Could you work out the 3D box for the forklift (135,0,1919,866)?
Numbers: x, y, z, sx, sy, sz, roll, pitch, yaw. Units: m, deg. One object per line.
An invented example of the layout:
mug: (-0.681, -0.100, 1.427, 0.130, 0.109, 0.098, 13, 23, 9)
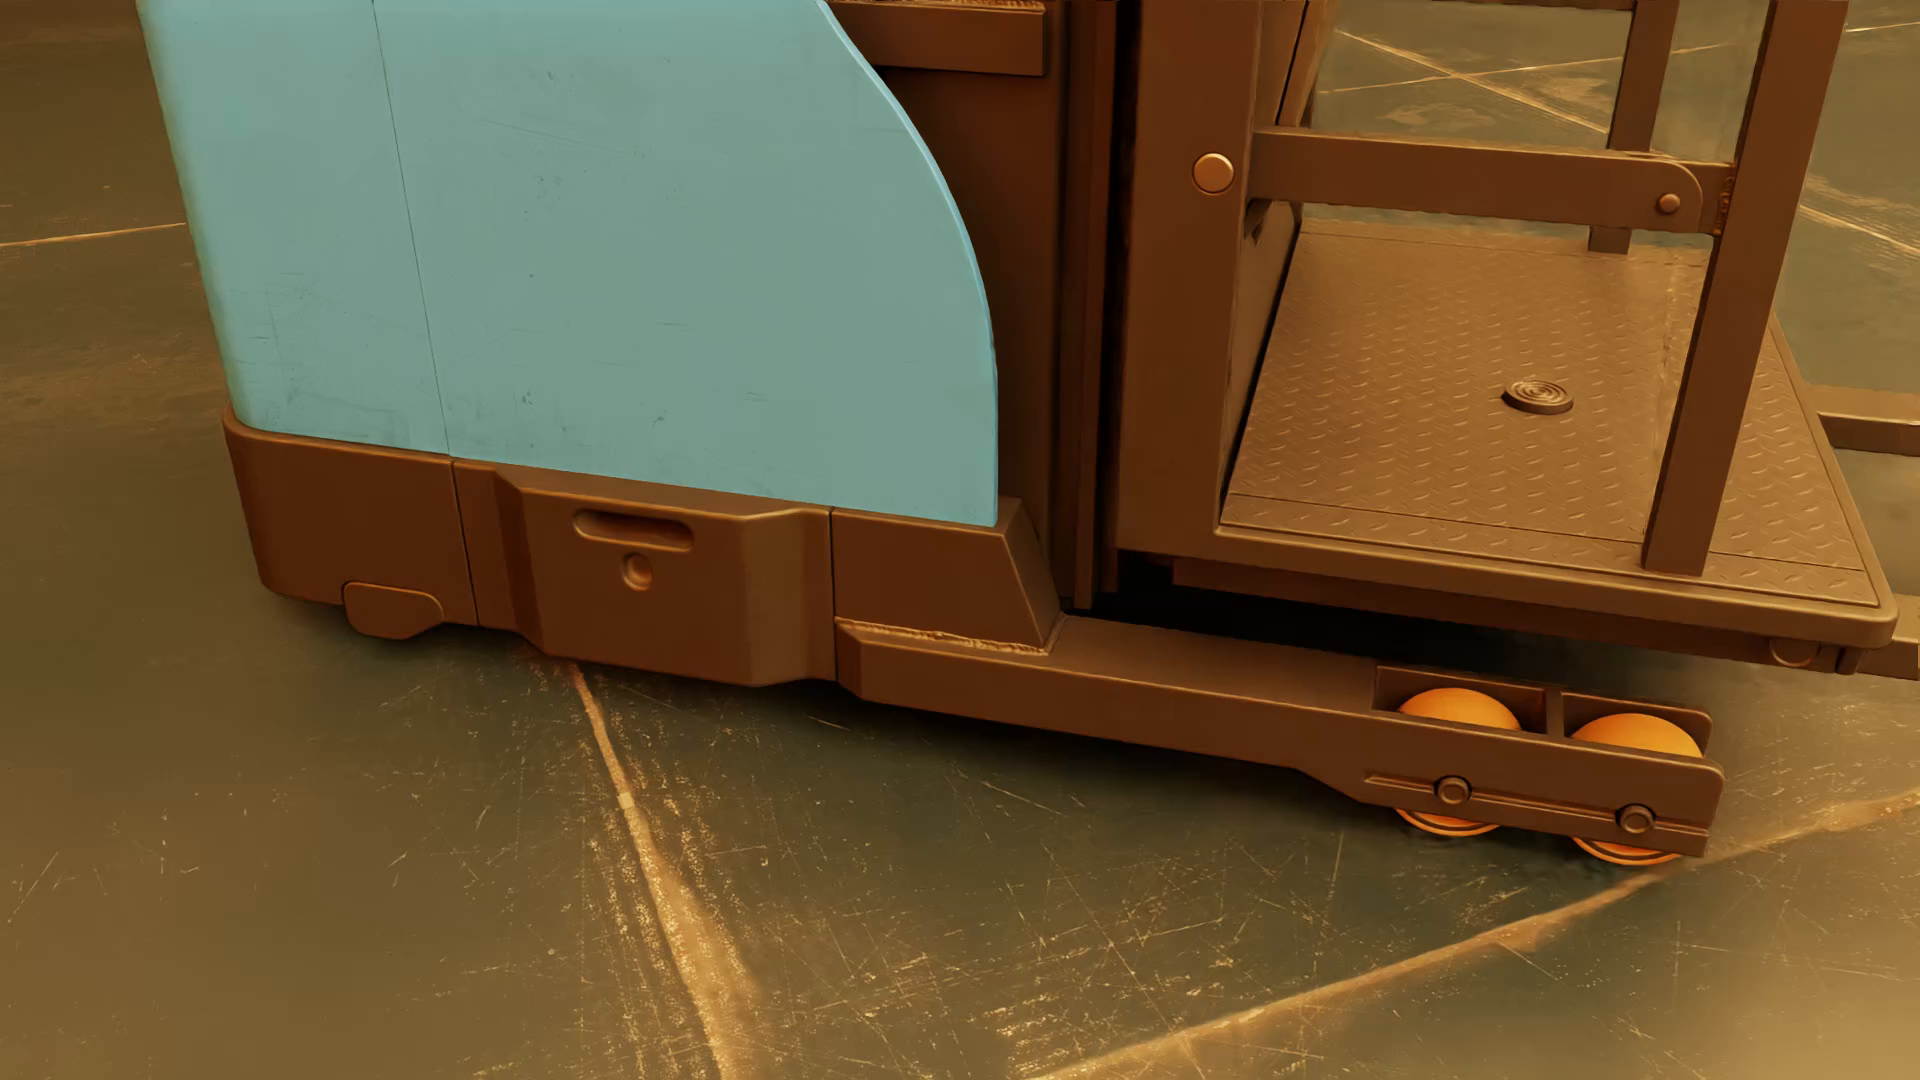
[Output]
forklift: (0.609, -1.202, 1.650, 3.031, 2.935, 1.130, 8, 31, 13)
